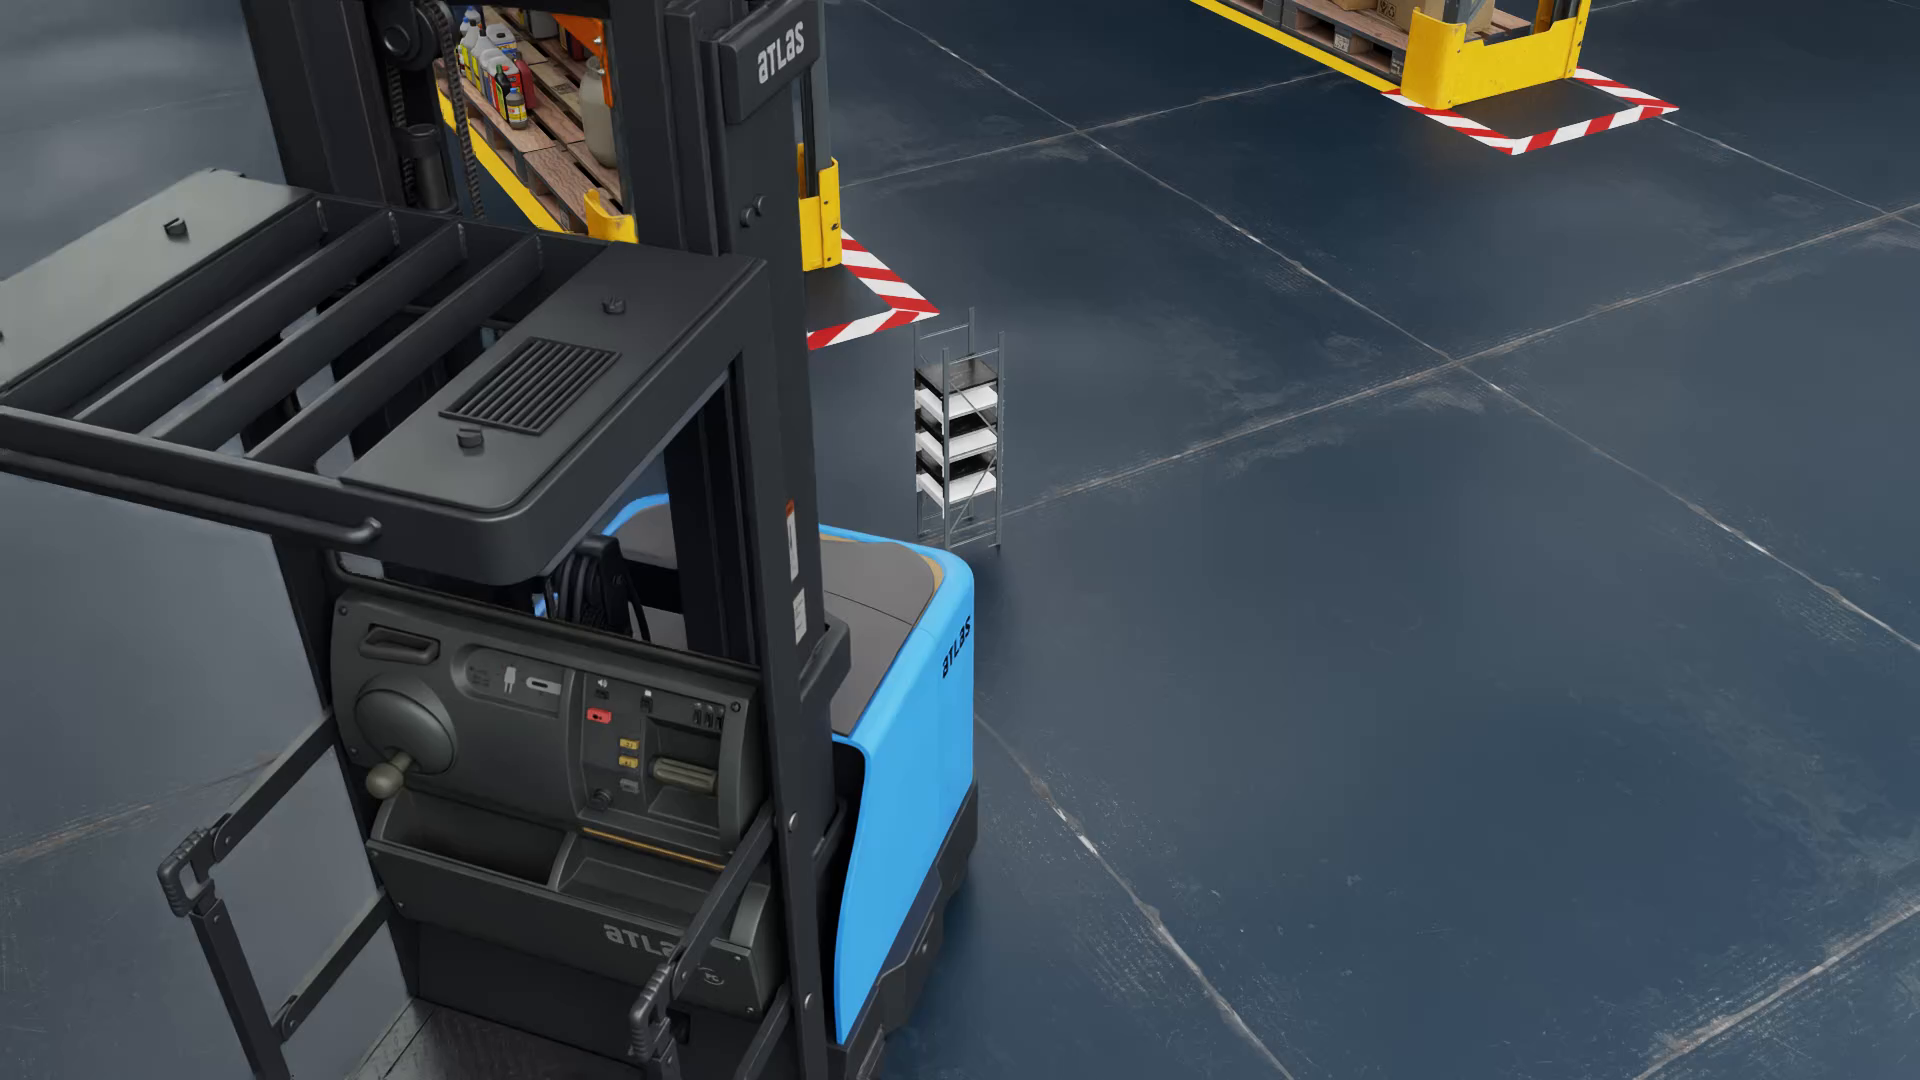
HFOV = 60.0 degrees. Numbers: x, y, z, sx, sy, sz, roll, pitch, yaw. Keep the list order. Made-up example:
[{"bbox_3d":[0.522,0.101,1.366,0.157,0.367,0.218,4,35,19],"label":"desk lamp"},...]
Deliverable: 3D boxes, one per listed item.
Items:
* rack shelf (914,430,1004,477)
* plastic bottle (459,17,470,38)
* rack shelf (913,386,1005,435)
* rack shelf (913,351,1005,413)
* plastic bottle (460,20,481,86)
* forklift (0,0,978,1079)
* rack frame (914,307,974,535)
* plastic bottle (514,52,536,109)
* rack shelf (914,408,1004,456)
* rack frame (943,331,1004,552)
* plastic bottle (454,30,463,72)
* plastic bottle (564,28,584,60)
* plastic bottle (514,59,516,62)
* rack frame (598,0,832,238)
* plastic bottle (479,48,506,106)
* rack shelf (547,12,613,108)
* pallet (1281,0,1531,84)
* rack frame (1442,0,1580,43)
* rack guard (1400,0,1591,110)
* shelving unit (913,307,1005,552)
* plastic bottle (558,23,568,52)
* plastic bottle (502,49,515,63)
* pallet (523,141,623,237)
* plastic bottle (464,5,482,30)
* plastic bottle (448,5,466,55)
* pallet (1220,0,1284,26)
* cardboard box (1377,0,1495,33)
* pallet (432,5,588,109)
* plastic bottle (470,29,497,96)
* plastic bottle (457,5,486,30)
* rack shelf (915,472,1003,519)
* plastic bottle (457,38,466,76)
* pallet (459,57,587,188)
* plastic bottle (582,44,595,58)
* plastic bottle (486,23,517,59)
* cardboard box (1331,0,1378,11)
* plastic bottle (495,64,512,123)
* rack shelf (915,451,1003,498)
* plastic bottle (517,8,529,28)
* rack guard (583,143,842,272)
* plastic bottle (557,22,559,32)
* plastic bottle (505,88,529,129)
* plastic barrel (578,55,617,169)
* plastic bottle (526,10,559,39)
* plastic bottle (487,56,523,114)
[{"bbox_3d":[-0.004,-0.341,6.010,0.258,0.077,0.200,-19,40,-24],"label":"rack shelf"},{"bbox_3d":[-2.825,-2.874,9.582,0.097,0.271,0.097,0,36,0],"label":"plastic bottle"},{"bbox_3d":[-0.004,-0.486,5.904,0.258,0.077,0.200,-19,40,-24],"label":"rack shelf"},{"bbox_3d":[-0.004,-0.559,5.851,0.258,0.077,0.200,-19,40,-24],"label":"rack shelf"},{"bbox_3d":[-2.718,-2.754,9.350,0.144,0.351,0.185,-19,40,-24],"label":"plastic bottle"},{"bbox_3d":[-0.917,0.448,3.152,1.130,2.935,3.031,12,38,16],"label":"forklift"},{"bbox_3d":[-0.055,-0.419,6.061,0.240,0.900,0.006,-19,40,-24],"label":"rack frame"},{"bbox_3d":[-2.376,-2.509,9.072,0.061,0.283,0.133,-19,40,-24],"label":"plastic bottle"},{"bbox_3d":[-0.004,-0.413,5.957,0.258,0.077,0.200,-19,40,-24],"label":"rack shelf"},{"bbox_3d":[0.047,-0.316,5.919,0.240,0.900,0.006,-19,40,-24],"label":"rack frame"},{"bbox_3d":[-2.885,-2.847,9.534,0.061,0.283,0.133,-17,39,-22],"label":"plastic bottle"},{"bbox_3d":[-2.255,-2.952,9.679,0.061,0.283,0.133,-19,40,-24],"label":"plastic bottle"},{"bbox_3d":[-2.439,-2.562,9.214,0.097,0.201,0.097,0,36,0],"label":"plastic bottle"},{"bbox_3d":[-1.064,-2.453,7.066,1.000,3.000,0.127,-19,40,-24],"label":"rack frame"},{"bbox_3d":[-2.538,-2.545,9.128,0.152,0.276,0.135,-20,41,-25],"label":"plastic bottle"},{"bbox_3d":[-2.068,-3.183,8.675,1.077,0.370,4.000,-19,40,-24],"label":"rack shelf"},{"bbox_3d":[2.803,-3.258,10.532,1.003,0.211,1.213,-19,40,-24],"label":"pallet"},{"bbox_3d":[3.219,-3.921,9.075,1.000,3.000,0.127,-19,40,-24],"label":"rack frame"},{"bbox_3d":[3.181,-2.950,9.866,1.175,0.500,0.348,-19,40,-24],"label":"rack guard"},{"bbox_3d":[-0.004,-0.368,5.990,0.258,0.900,0.210,-19,40,-24],"label":"shelving unit"},{"bbox_3d":[-2.317,-3.025,9.778,0.061,0.283,0.133,-19,40,-24],"label":"plastic bottle"},{"bbox_3d":[-2.542,-2.656,9.343,0.097,0.201,0.097,0,36,0],"label":"plastic bottle"},{"bbox_3d":[-1.546,-1.768,8.492,1.003,0.211,1.213,-19,40,-24],"label":"pallet"},{"bbox_3d":[-2.849,-2.996,9.750,0.097,0.271,0.097,0,36,0],"label":"plastic bottle"},{"bbox_3d":[-2.932,-2.970,9.647,0.144,0.351,0.185,-21,41,-26],"label":"plastic bottle"},{"bbox_3d":[2.194,-3.880,11.383,1.003,0.211,1.213,-19,40,-24],"label":"pallet"},{"bbox_3d":[2.920,-3.405,10.132,0.500,0.500,0.500,-12,38,-16],"label":"cardboard box"},{"bbox_3d":[-2.772,-3.012,10.195,1.003,0.211,1.213,-19,40,-24],"label":"pallet"},{"bbox_3d":[-2.625,-2.659,9.220,0.144,0.351,0.185,-17,40,-22],"label":"plastic bottle"},{"bbox_3d":[-2.902,-3.109,9.837,0.144,0.351,0.185,-19,40,-24],"label":"plastic bottle"},{"bbox_3d":[-0.004,-0.195,6.116,0.258,0.077,0.200,-19,40,-24],"label":"rack shelf"},{"bbox_3d":[-2.810,-2.759,9.483,0.097,0.201,0.097,0,36,0],"label":"plastic bottle"},{"bbox_3d":[-2.155,-2.389,9.343,1.003,0.211,1.213,-19,40,-24],"label":"pallet"},{"bbox_3d":[-2.163,-2.981,9.725,0.152,0.276,0.135,-18,40,-23],"label":"plastic bottle"},{"bbox_3d":[-2.603,-2.780,9.449,0.152,0.276,0.135,-19,40,-24],"label":"plastic bottle"},{"bbox_3d":[2.590,-3.699,10.535,0.500,0.500,0.500,-9,37,-12],"label":"cardboard box"},{"bbox_3d":[-2.440,-2.395,8.916,0.061,0.283,0.133,-18,40,-23],"label":"plastic bottle"},{"bbox_3d":[-0.004,-0.268,6.063,0.258,0.077,0.200,-19,40,-24],"label":"rack shelf"},{"bbox_3d":[-2.625,-3.315,10.119,0.144,0.351,0.185,-19,40,-24],"label":"plastic bottle"},{"bbox_3d":[-1.142,-1.469,7.837,1.175,0.500,0.348,-19,40,-24],"label":"rack guard"},{"bbox_3d":[-2.404,-3.260,10.044,0.144,0.351,0.185,-21,41,-26],"label":"plastic bottle"},{"bbox_3d":[-2.365,-2.308,8.866,0.097,0.201,0.097,0,36,0],"label":"plastic bottle"},{"bbox_3d":[-1.712,-2.187,8.454,0.421,0.512,0.421,0,36,0],"label":"plastic barrel"},{"bbox_3d":[-2.519,-3.173,9.988,0.152,0.276,0.135,-19,40,-24],"label":"plastic bottle"},{"bbox_3d":[-2.468,-2.474,9.031,0.152,0.276,0.135,-19,40,-24],"label":"plastic bottle"}]
